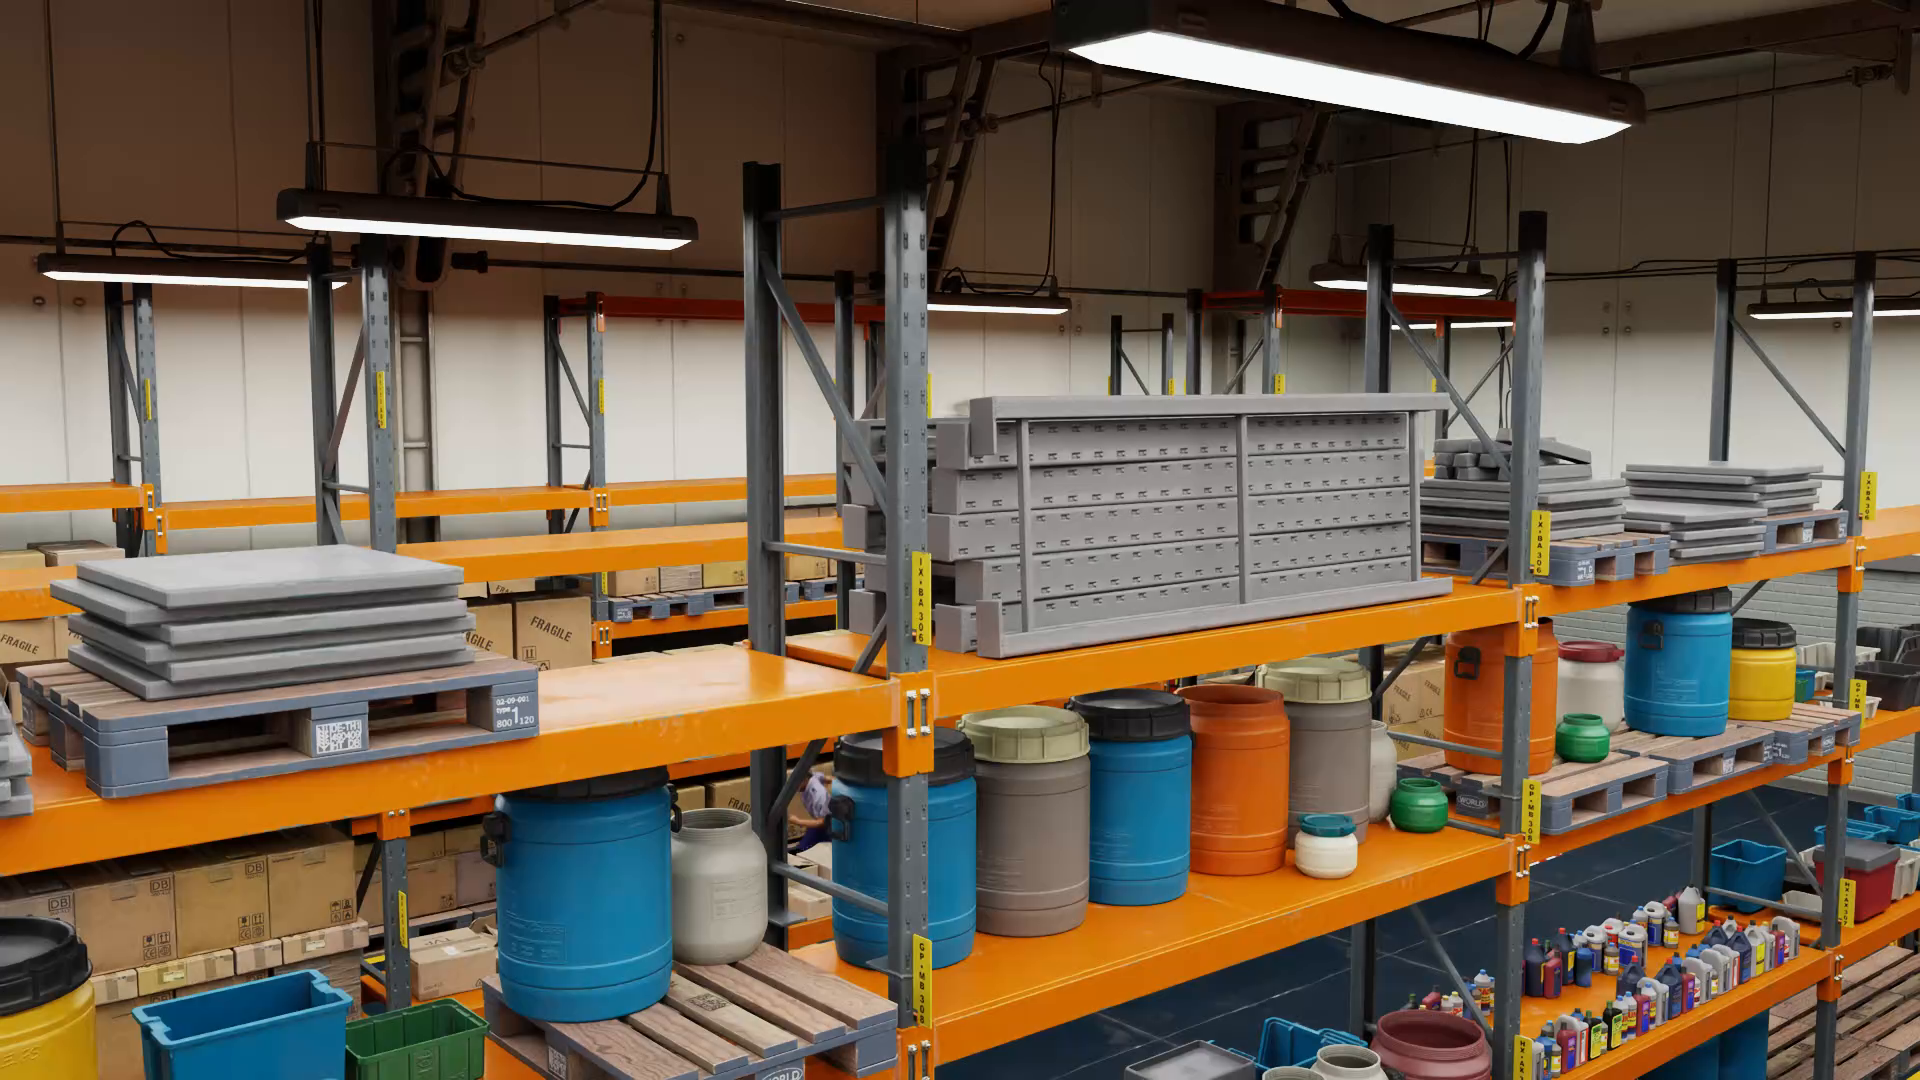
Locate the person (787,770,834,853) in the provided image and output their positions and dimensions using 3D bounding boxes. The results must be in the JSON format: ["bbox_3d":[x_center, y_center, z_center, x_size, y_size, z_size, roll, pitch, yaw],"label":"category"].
[{"bbox_3d":[-1.361,2.884,16.457,0.950,1.391,0.622,-3,6,-31],"label":"person"}]
